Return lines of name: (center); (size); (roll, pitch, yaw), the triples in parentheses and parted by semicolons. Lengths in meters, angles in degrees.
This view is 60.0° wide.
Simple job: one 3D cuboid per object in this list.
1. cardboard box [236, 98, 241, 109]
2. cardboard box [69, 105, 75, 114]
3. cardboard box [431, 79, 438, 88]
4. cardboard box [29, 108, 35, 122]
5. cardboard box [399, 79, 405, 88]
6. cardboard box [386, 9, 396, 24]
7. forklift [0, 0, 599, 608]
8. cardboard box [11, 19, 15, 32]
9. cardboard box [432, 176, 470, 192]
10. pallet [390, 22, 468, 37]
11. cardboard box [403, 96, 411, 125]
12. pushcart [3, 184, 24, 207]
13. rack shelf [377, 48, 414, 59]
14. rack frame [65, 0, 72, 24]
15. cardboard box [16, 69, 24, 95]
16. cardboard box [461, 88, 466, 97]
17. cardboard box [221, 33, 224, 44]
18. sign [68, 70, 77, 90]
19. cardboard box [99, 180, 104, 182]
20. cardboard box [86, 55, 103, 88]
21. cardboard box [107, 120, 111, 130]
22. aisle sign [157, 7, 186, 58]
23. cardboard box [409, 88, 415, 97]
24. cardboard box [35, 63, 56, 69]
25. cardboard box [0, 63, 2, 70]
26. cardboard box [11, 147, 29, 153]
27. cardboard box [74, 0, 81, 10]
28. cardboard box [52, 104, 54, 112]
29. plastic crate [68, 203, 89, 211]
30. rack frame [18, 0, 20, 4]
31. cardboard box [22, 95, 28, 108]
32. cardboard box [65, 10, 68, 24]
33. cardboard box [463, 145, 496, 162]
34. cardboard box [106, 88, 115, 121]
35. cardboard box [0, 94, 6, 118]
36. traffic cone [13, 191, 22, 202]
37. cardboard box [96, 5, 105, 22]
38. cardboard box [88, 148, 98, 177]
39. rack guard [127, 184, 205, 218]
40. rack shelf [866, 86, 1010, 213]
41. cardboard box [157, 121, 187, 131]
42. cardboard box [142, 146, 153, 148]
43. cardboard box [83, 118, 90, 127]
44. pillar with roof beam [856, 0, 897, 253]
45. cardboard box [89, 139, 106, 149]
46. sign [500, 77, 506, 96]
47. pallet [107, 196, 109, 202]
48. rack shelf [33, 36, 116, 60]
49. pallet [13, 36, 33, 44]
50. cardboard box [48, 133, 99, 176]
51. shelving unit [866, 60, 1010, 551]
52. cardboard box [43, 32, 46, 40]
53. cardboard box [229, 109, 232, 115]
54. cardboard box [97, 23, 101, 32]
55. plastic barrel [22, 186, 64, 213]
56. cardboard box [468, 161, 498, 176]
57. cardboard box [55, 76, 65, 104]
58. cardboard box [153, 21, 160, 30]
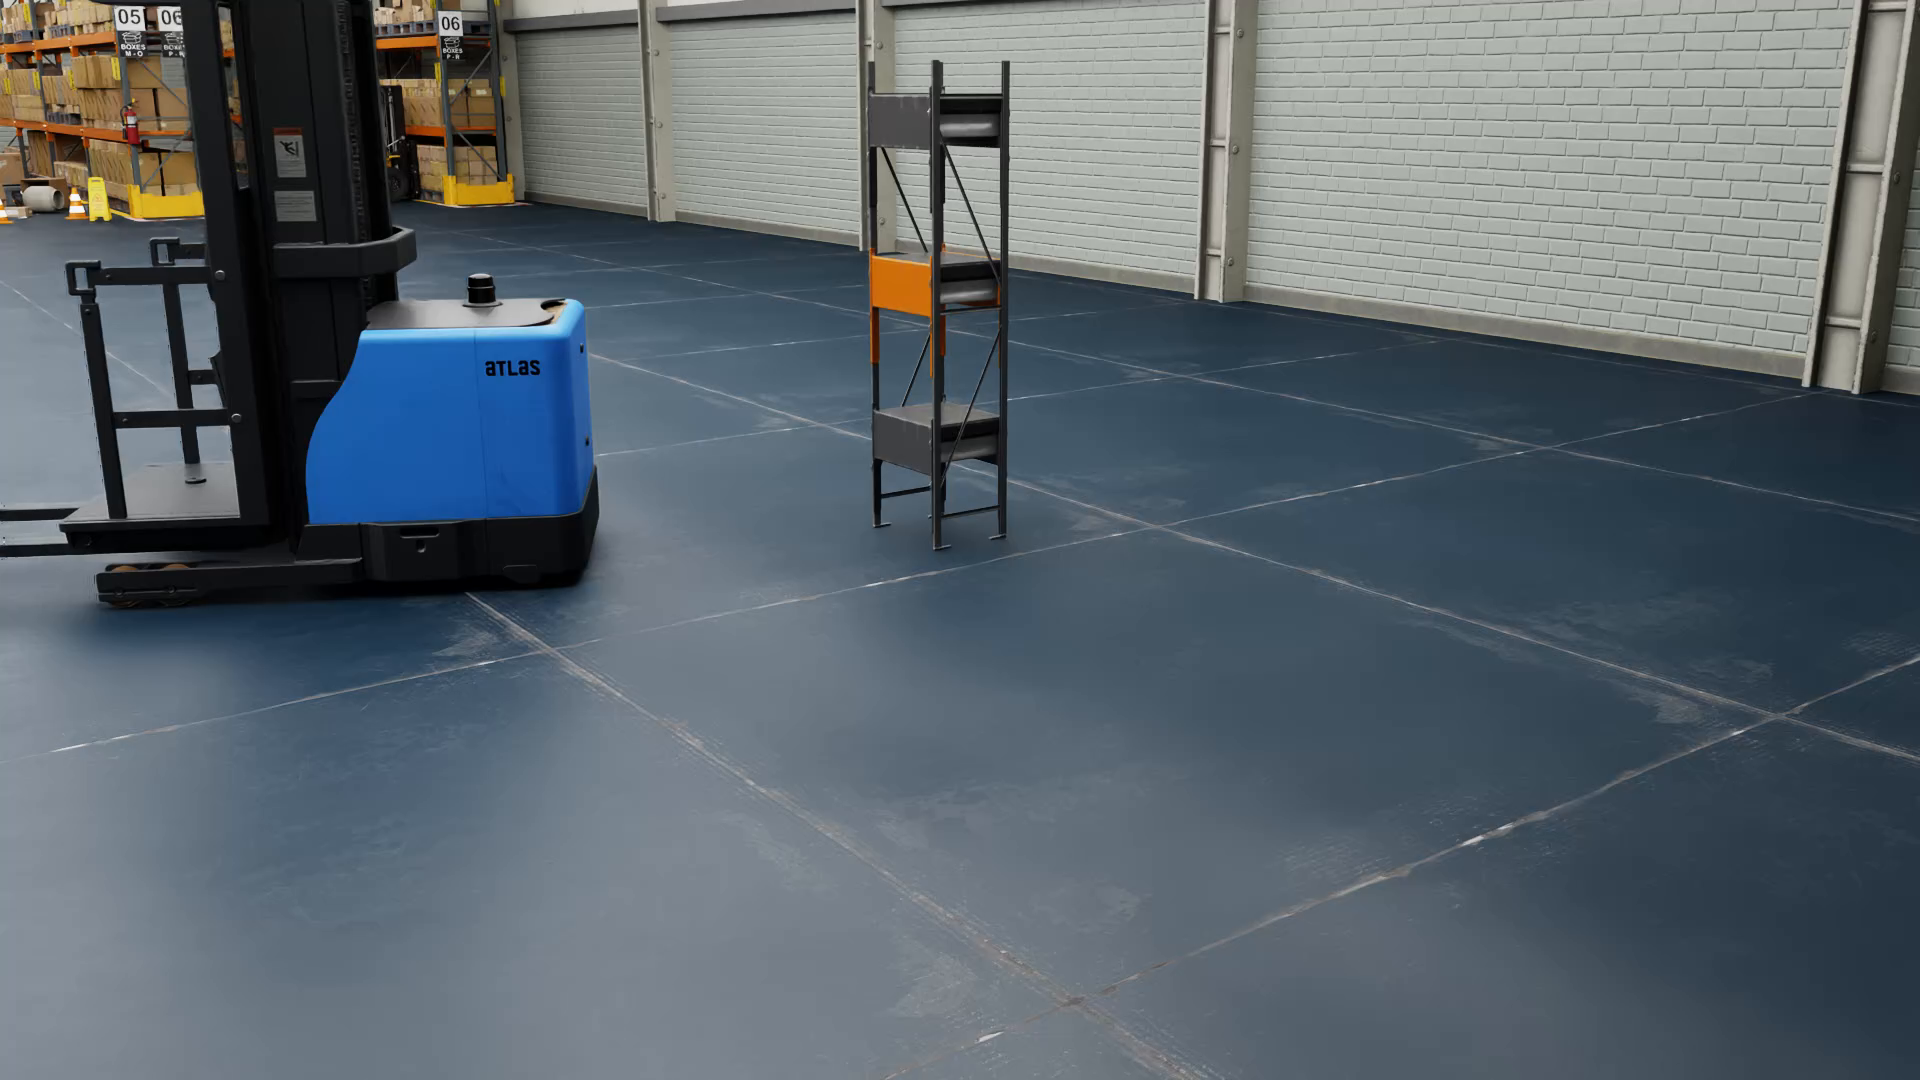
cardboard box: (-16.838, -10.354, 39.445); (0.500, 0.250, 0.500); (-11, 19, -36)
cardboard box: (-15.607, -7.666, 29.584); (0.380, 0.149, 0.250); (-11, 19, -35)
cardboard box: (-8.946, -7.923, 28.859); (0.380, 0.149, 0.250); (-11, 19, -34)
cardboard box: (-18.215, -8.475, 33.144); (0.500, 0.250, 0.500); (-11, 19, -35)
cardboard box: (-9.978, -8.308, 30.268); (0.380, 0.149, 0.250); (-11, 19, -35)
cardboard box: (-10.120, -9.449, 30.006); (0.396, 0.266, 0.258); (-11, 19, -36)
forklift: (-3.113, -1.292, 6.745); (3.031, 2.935, 1.130); (-2, 15, -8)
cardboard box: (-18.672, -10.258, 33.149); (0.396, 0.266, 0.258); (-9, 18, -30)
cardboard box: (-8.927, -6.254, 29.157); (0.500, 0.250, 0.500); (-11, 19, -34)
pallet: (-9.511, -9.146, 29.797); (1.003, 0.211, 1.213); (-11, 19, -35)
cardboard box: (-9.800, -7.766, 30.080); (0.500, 0.500, 0.500); (-11, 19, -34)
pushcart: (-16.575, -5.780, 27.979); (0.936, 0.377, 1.648); (10, 18, 33)
rack shelf: (-11.923, -9.707, 33.042); (1.077, 0.370, 4.000); (-11, 19, -35)
rack frame: (-14.760, -10.303, 28.173); (1.000, 3.000, 0.127); (-11, 19, -35)
cardboard box: (-18.823, -9.298, 33.781); (0.500, 0.500, 0.500); (-11, 19, -36)
cardboard box: (-8.581, -7.843, 29.131); (0.380, 0.149, 0.250); (-11, 19, -35)
cardboard box: (-17.447, -12.018, 39.844); (0.500, 0.250, 0.500); (-10, 18, -33)
sign: (-15.206, -7.881, 28.495); (0.100, 0.325, 0.005); (-11, 19, -35)
cardboard box: (-14.308, -6.005, 28.249); (0.500, 0.250, 0.500); (-10, 18, -31)
cardboard box: (-13.559, -7.506, 26.673); (0.700, 0.500, 0.500); (-11, 19, -35)
cardboard box: (-13.609, -6.743, 27.006); (0.380, 0.149, 0.250); (-11, 19, -35)
aisle sign: (-12.121, -7.844, 25.628); (0.394, 0.787, 0.004); (-11, 19, -35)
cardboard box: (-9.599, -7.988, 29.662); (0.380, 0.149, 0.250); (-11, 19, -34)
cardboard box: (-19.439, -10.069, 35.369); (0.380, 0.149, 0.250); (-11, 19, -35)
cardboard box: (-20.603, -10.260, 36.069); (0.380, 0.149, 0.250); (-11, 19, -36)
cardboard box: (-20.801, -8.619, 37.443); (0.875, 0.438, 0.875); (-10, 18, -33)
cardboard box: (-14.381, -8.833, 27.448); (0.380, 0.149, 0.250); (-11, 19, -35)
cardboard box: (-16.808, -8.115, 31.225); (0.380, 0.149, 0.250); (-12, 20, -38)
plastic crate: (-14.500, -5.538, 27.660); (0.583, 0.080, 0.402); (10, 18, 33)
rack frame: (-21.815, -12.865, 37.535); (1.000, 3.000, 0.127); (-11, 19, -35)
cardboard box: (-18.529, -8.822, 33.464); (0.500, 0.250, 0.500); (-12, 19, -36)
cardboard box: (-15.220, -9.088, 28.907); (0.500, 0.250, 0.500); (-11, 19, -36)
cardboard box: (-8.524, -6.817, 29.320); (0.500, 0.250, 0.500); (-11, 19, -35)
cardboard box: (-13.240, -6.928, 26.452); (0.500, 0.500, 0.500); (-11, 19, -34)
cardboard box: (-20.557, -9.439, 36.192); (0.500, 0.500, 0.500); (-11, 19, -35)
traffic cone: (-16.621, -6.233, 29.473); (0.336, 0.463, 0.334); (-11, 19, -35)
cardboard box: (-13.211, -8.250, 26.076); (0.500, 0.250, 0.500); (-11, 19, -35)
cardboard box: (-14.631, -6.479, 28.560); (0.500, 0.500, 0.500); (-10, 18, -32)
rack guard: (-12.452, -5.366, 26.233); (1.175, 0.500, 0.348); (-11, 19, -35)
rack shelf: (-0.097, -1.710, 7.247); (0.431, 0.518, 0.480); (-11, 19, -35)
cardboard box: (-12.440, -6.539, 26.260); (0.380, 0.149, 0.250); (-11, 19, -34)
cardboard box: (-14.195, -6.563, 28.864); (0.500, 0.500, 0.500); (-11, 19, -35)
cardboard box: (-14.834, -7.171, 28.570); (0.380, 0.149, 0.250); (-11, 19, -35)
pillar with roof beam: (-4.502, -7.278, 17.121); (9.100, 9.000, 0.400); (-11, 19, -35)
cardboard box: (-14.606, -6.756, 28.343); (0.380, 0.149, 0.250); (-11, 19, -34)
sign: (-7.942, -7.867, 28.847); (0.100, 0.325, 0.005); (-11, 19, -35)
pallet: (-14.336, -5.926, 28.829); (1.003, 0.211, 1.213); (-11, 19, -35)
rack shelf: (-15.936, -8.936, 30.224); (1.077, 0.370, 4.000); (-11, 19, -35)
pallet: (-18.884, -10.284, 34.148); (0.805, 0.209, 1.217); (-12, 19, -37)
cardboard box: (-17.450, -7.602, 32.897); (0.875, 0.875, 0.875); (-11, 19, -35)
shelving unit: (-0.097, -1.048, 7.428); (0.431, 2.100, 0.503); (-11, 19, -35)
cardboard box: (-17.064, -9.495, 31.381); (0.380, 0.149, 0.250); (-11, 19, -35)
cardboard box: (-17.644, -10.462, 40.594); (0.380, 0.149, 0.250); (-10, 18, -33)
cardboard box: (-13.574, -8.191, 26.616); (0.380, 0.149, 0.250); (-11, 19, -36)
plastic barrel: (-14.847, -5.519, 26.937); (0.512, 0.421, 0.421); (1, 15, 4)
cardboard box: (-8.503, -6.576, 29.388); (0.500, 0.250, 0.500); (-10, 18, -34)
cardboard box: (-16.117, -8.195, 30.288); (0.500, 0.500, 0.500); (-12, 19, -37)
cardboard box: (-12.340, -8.002, 25.924); (0.380, 0.149, 0.250); (-11, 19, -34)
